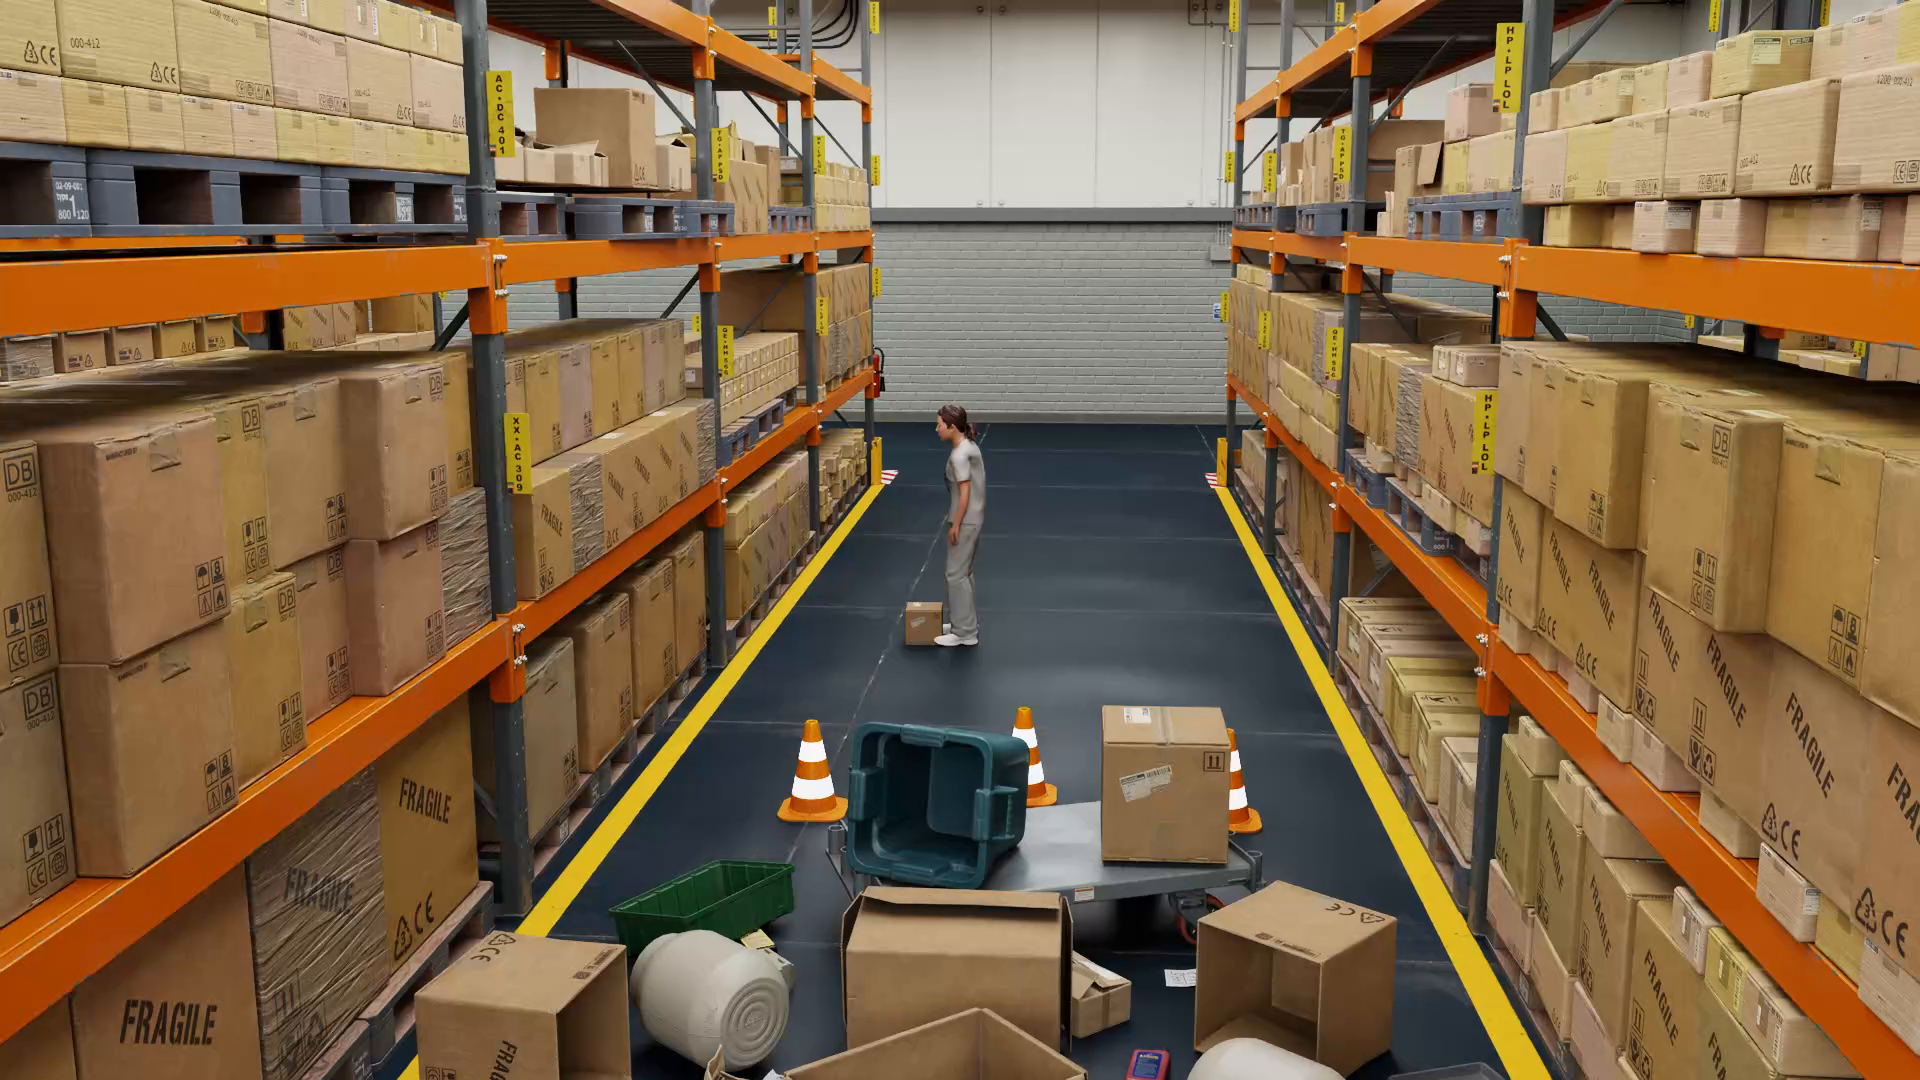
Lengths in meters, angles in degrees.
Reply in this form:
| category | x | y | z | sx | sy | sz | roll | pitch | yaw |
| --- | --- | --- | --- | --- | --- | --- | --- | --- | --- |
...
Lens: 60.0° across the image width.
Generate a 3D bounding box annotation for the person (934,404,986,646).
| category | x | y | z | sx | sy | sz | roll | pitch | yaw |
| --- | --- | --- | --- | --- | --- | --- | --- | --- | --- |
| person | 0.001 | -0.113 | 11.524 | 0.360 | 1.672 | 0.484 | 1 | 11 | 4 |
